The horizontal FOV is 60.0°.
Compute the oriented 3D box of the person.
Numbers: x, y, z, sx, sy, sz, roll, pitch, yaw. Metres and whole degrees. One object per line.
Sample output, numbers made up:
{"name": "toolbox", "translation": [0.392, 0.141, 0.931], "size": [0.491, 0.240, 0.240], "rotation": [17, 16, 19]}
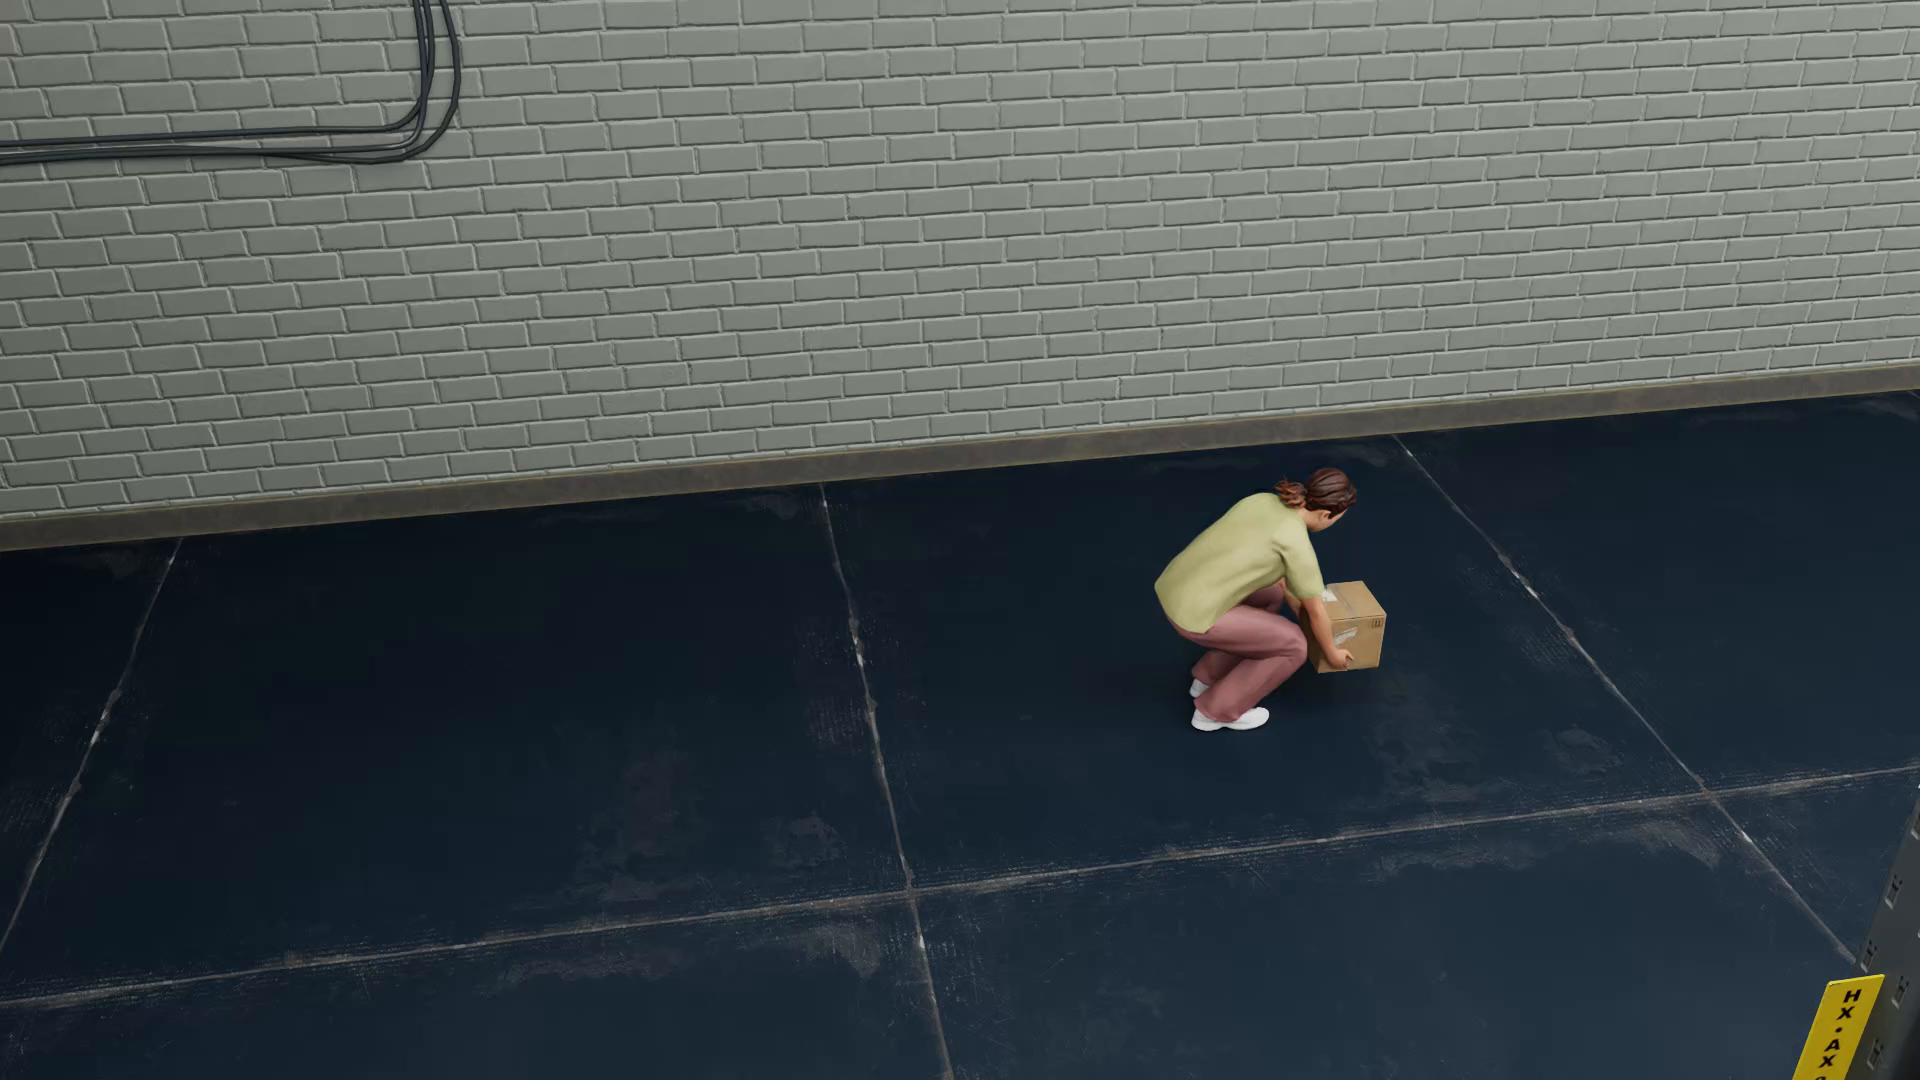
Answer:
{"name": "person", "translation": [1.127, 0.212, 6.433], "size": [0.766, 1.008, 0.495], "rotation": [-5, 31, -9]}
